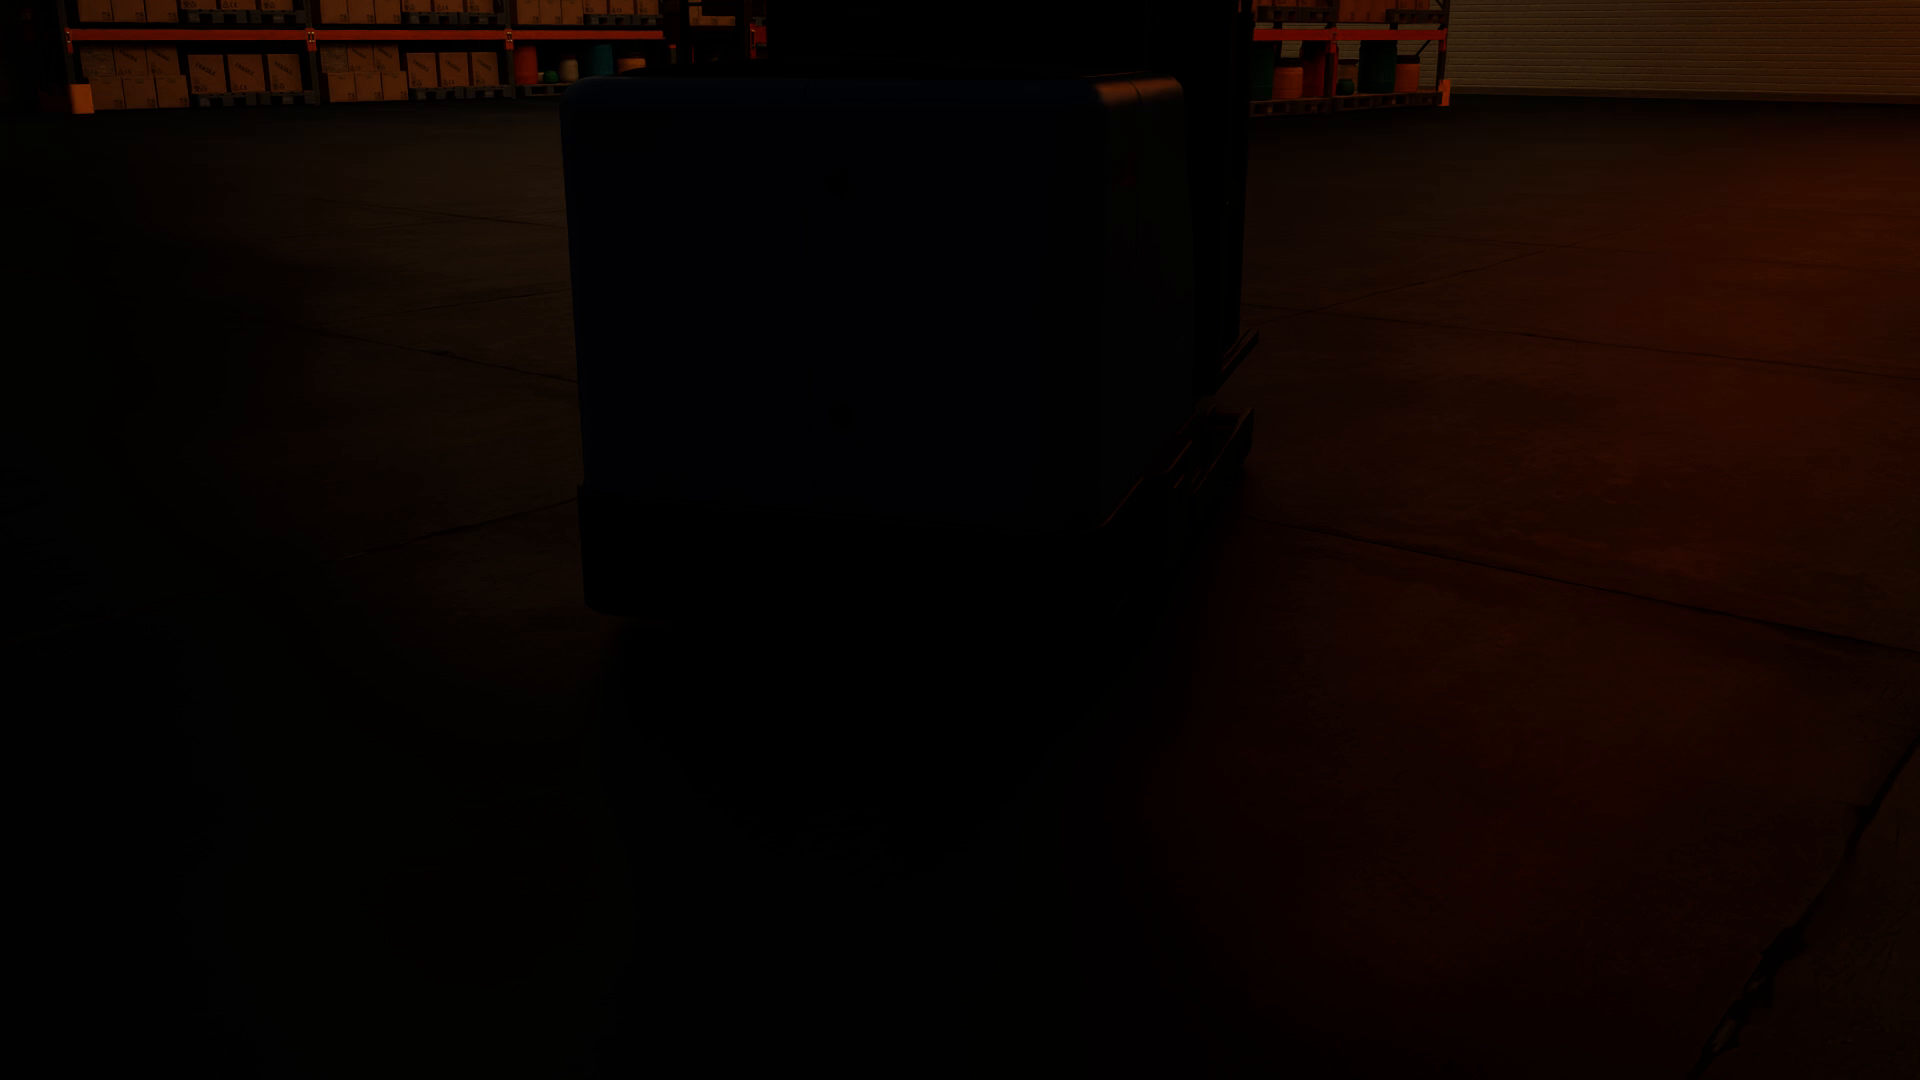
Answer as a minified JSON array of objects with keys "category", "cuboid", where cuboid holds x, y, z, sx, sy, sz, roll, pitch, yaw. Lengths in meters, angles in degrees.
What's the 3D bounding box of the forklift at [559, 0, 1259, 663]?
[{"category":"forklift","cuboid":[0.182,-1.571,4.072,1.130,2.935,3.031,5,18,17]}]
